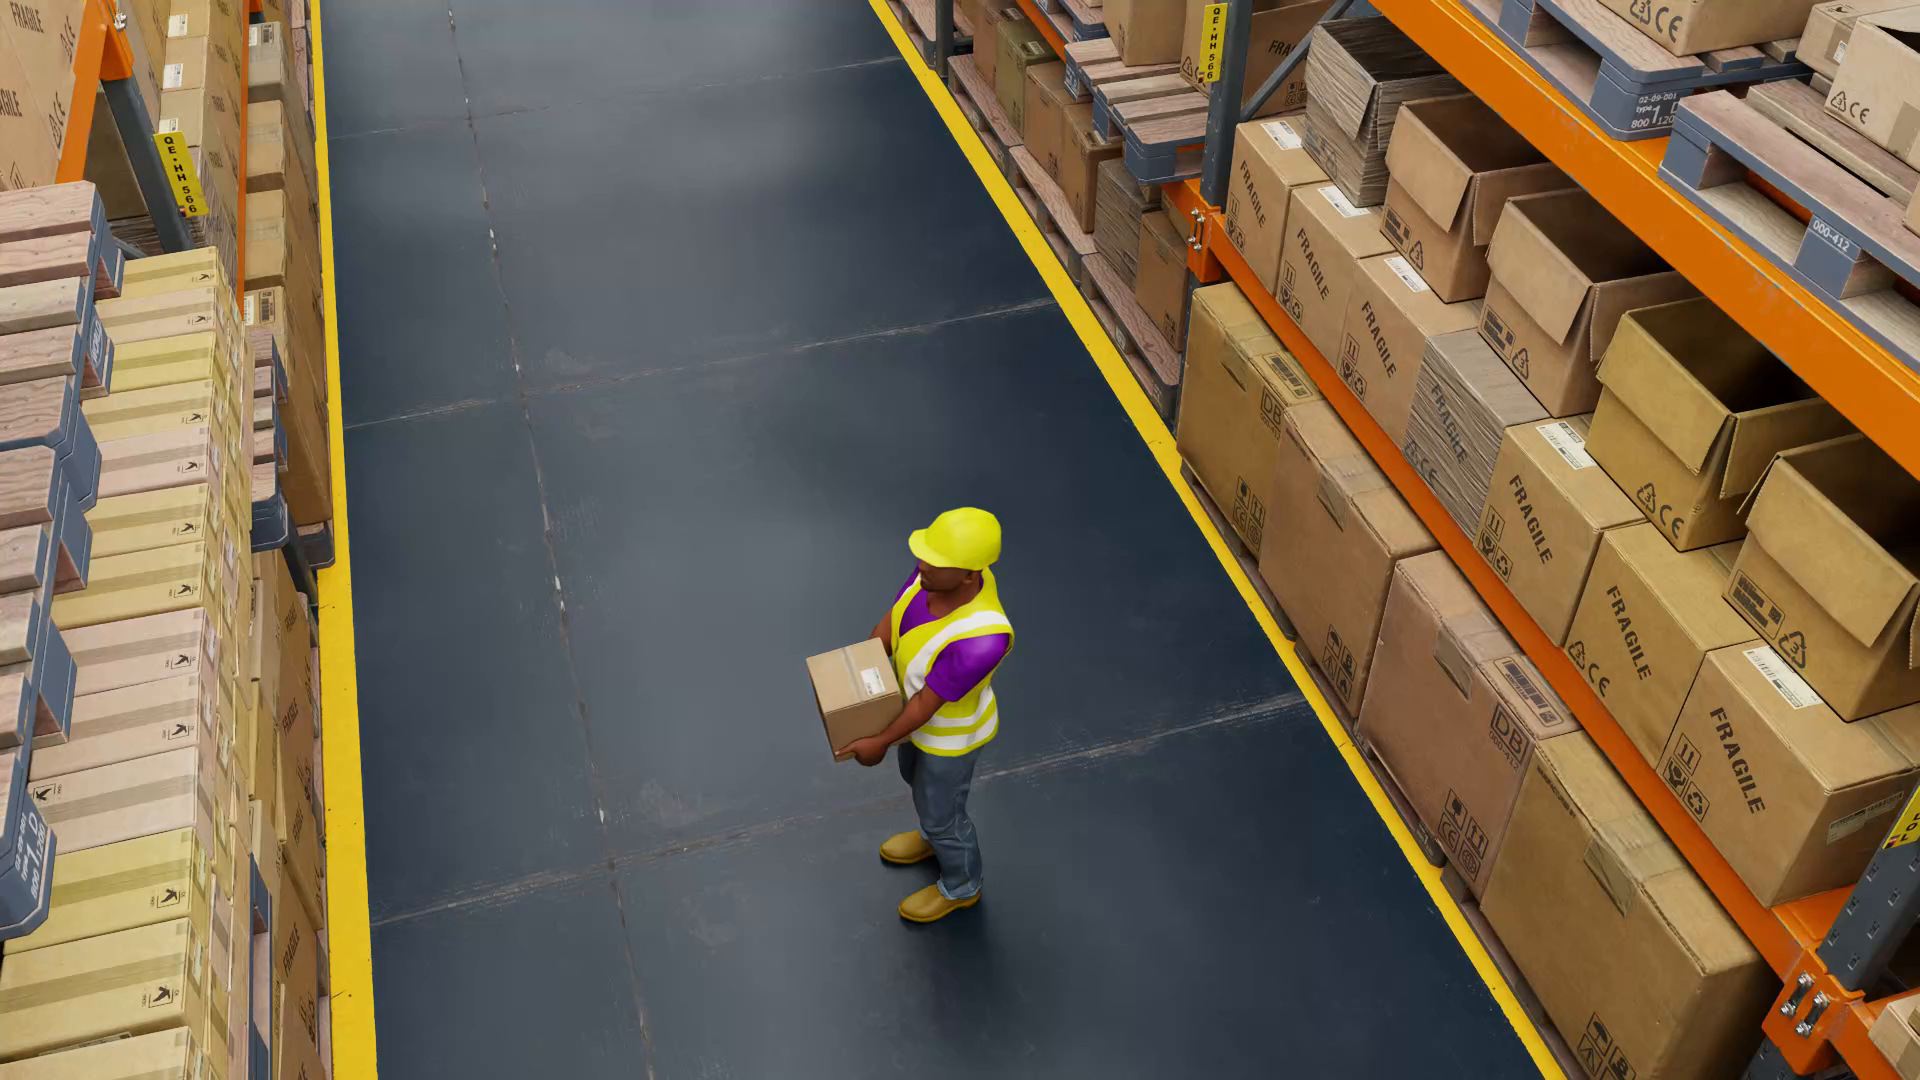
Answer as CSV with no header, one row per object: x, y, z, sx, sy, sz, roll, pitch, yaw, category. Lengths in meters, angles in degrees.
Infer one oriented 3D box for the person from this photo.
-0.151,0.602,5.477,0.587,1.761,0.502,-11,43,-12,person
